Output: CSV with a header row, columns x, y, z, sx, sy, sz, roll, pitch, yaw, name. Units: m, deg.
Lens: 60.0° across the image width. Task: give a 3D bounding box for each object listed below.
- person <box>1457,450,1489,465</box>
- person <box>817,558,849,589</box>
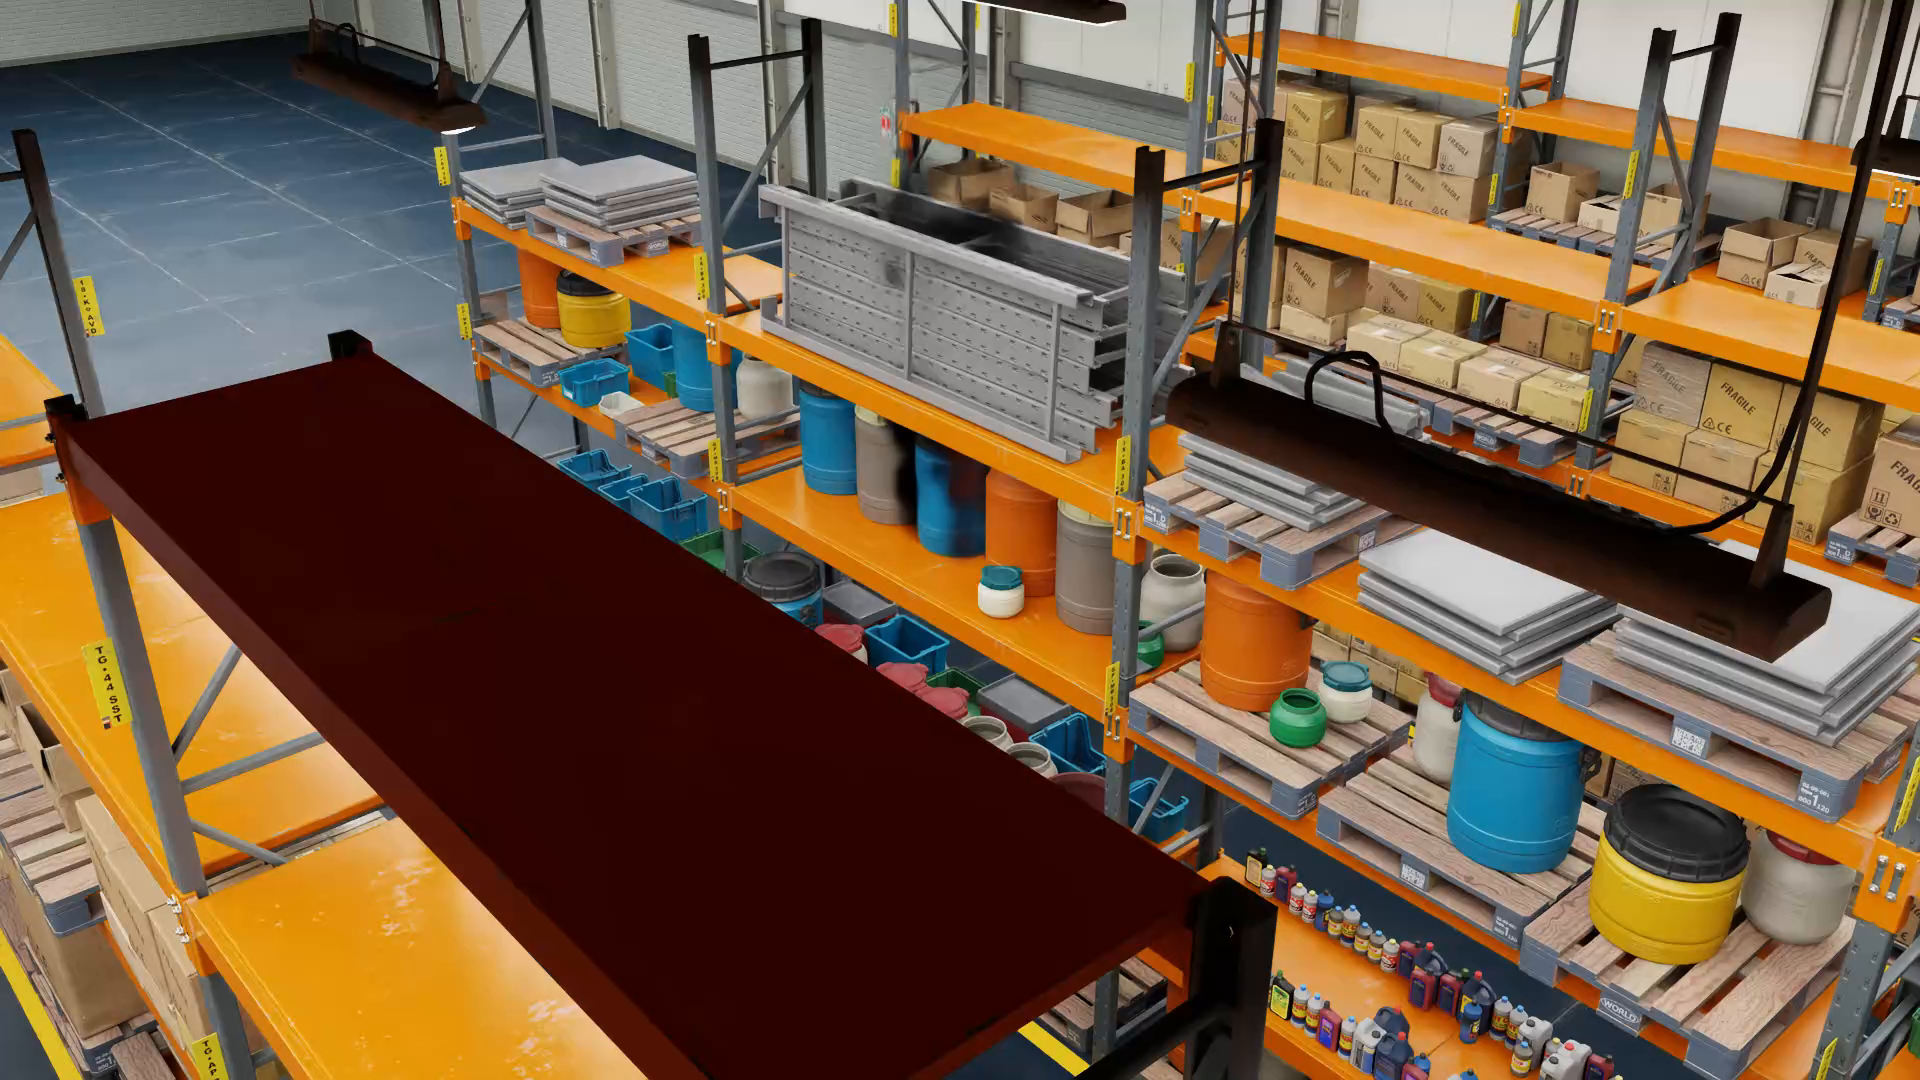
x,y,z,sx,sy,sz,roll,pitch,yaw,name
4.992,-0.381,16.389,0.899,1.783,0.637,19,33,33,person
-1.150,0.100,15.466,0.665,1.737,0.593,-24,36,-39,person
